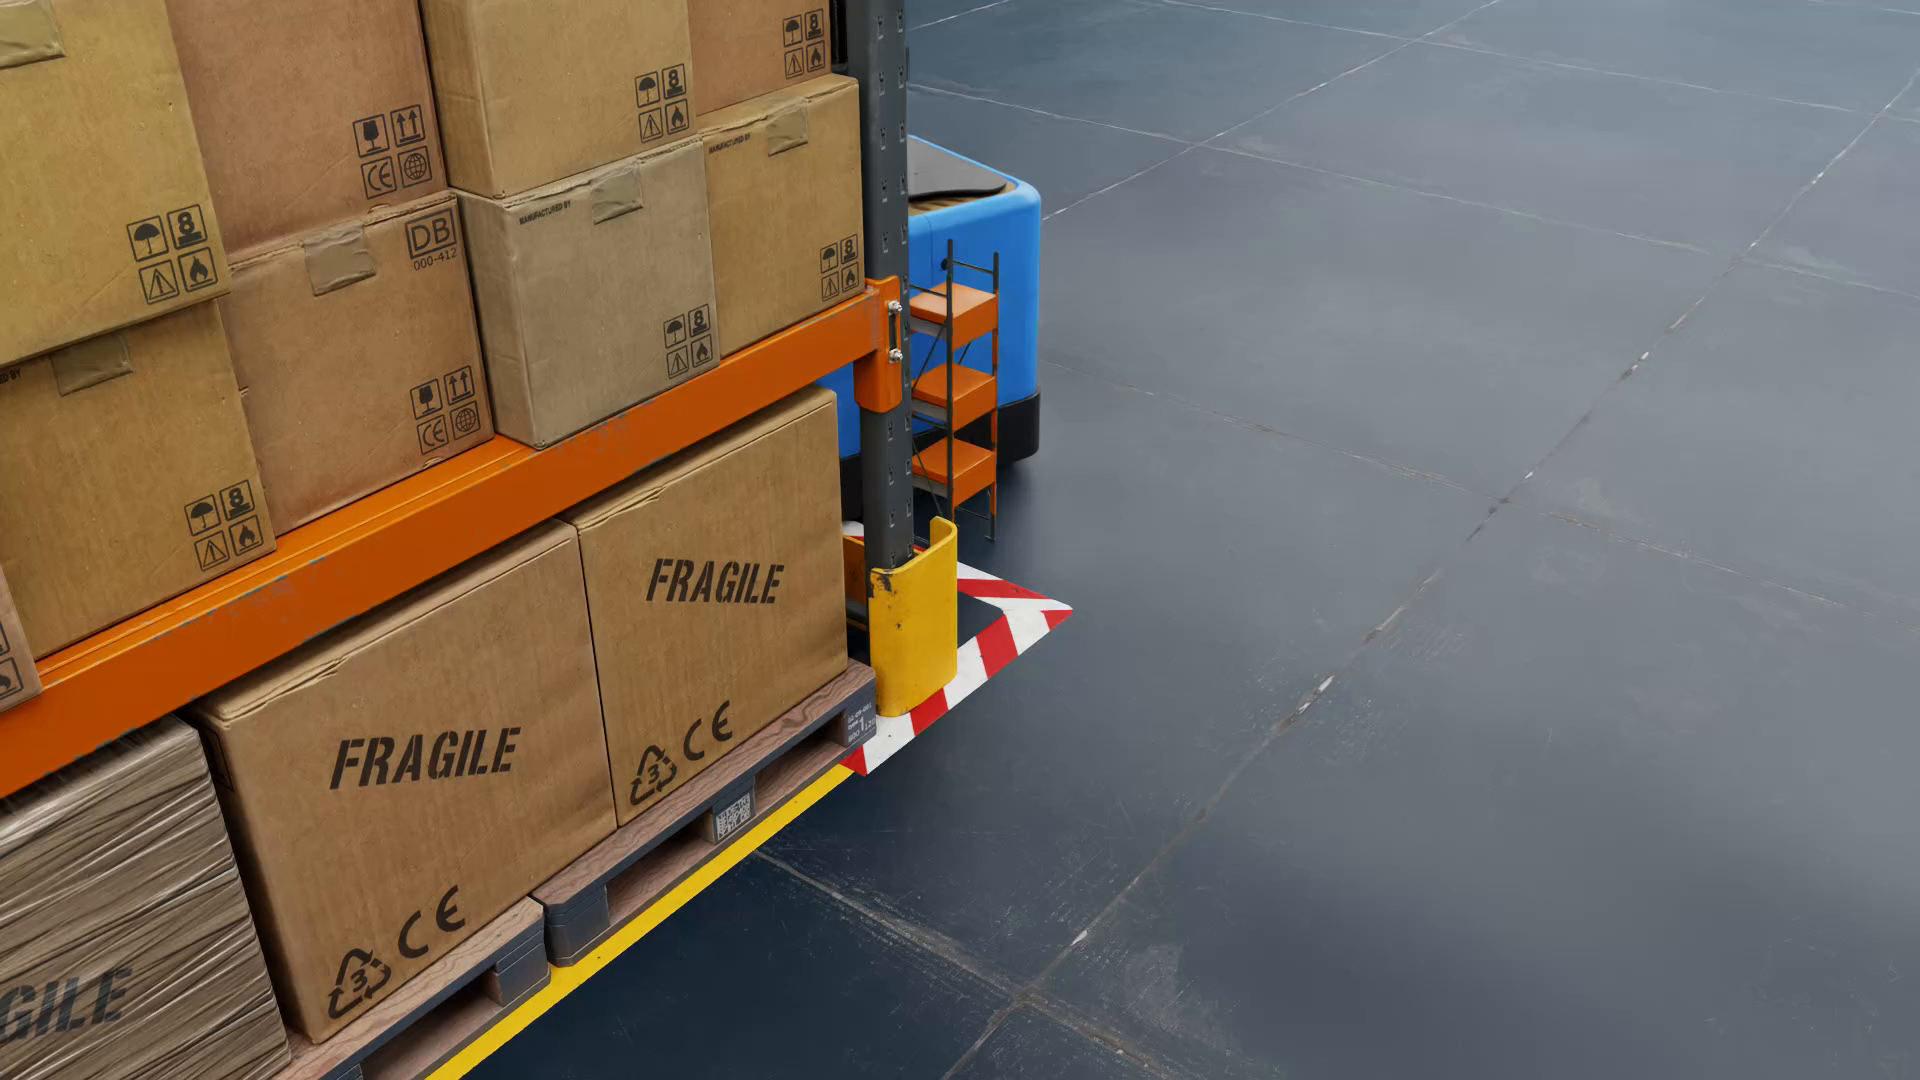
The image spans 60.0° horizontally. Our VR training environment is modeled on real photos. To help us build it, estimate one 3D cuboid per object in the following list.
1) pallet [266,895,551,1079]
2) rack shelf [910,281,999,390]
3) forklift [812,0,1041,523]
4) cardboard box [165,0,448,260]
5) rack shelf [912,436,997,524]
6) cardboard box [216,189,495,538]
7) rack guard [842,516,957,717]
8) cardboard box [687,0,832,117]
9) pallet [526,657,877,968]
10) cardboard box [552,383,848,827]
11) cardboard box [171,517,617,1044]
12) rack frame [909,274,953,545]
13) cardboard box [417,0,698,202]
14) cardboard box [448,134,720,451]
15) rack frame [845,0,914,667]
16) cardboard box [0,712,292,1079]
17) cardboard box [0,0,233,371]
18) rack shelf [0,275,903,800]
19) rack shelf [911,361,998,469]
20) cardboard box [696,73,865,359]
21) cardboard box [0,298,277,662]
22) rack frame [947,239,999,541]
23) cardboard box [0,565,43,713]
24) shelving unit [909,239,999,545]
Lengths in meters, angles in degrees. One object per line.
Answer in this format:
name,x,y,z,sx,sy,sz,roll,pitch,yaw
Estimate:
pallet,-1.723,1.046,3.778,1.003,0.211,1.213,21,37,31
rack shelf,-0.032,-0.665,5.307,0.215,0.259,0.240,21,37,31
forklift,-0.985,-1.998,6.246,1.130,2.935,3.031,-21,36,-31
cardboard box,-1.526,-0.949,3.203,0.875,0.550,0.550,21,37,31
rack shelf,-0.032,-0.182,5.593,0.215,0.259,0.240,21,37,31
cardboard box,-1.507,-0.477,3.466,0.875,0.550,0.550,21,37,31
rack guard,-0.552,0.069,5.143,1.175,0.500,0.348,21,37,31
cardboard box,-0.821,-1.387,3.942,0.875,0.550,0.550,21,37,31
pallet,-0.986,0.552,4.612,1.003,0.211,1.213,21,37,31
cardboard box,-0.923,0.033,4.425,0.875,0.875,0.875,21,37,32
cardboard box,-1.452,0.391,3.820,0.875,0.875,0.875,20,36,31
rack frame,-0.106,-0.380,5.362,0.200,1.050,0.008,21,37,31
cardboard box,-1.079,-1.135,3.517,0.875,0.550,0.550,21,37,31
cardboard box,-1.069,-0.666,3.785,0.875,0.550,0.550,21,37,31
rack frame,-0.566,-0.997,4.490,1.000,3.000,0.127,21,37,31
cardboard box,-2.004,0.761,3.196,0.875,0.875,0.875,21,37,32
cardboard box,-1.742,-0.694,2.772,0.875,0.550,0.500,21,37,31
rack shelf,-1.773,0.126,3.301,1.077,0.370,4.000,21,37,31
rack shelf,-0.032,-0.421,5.451,0.215,0.259,0.240,21,37,31
cardboard box,-0.754,-0.896,4.173,0.875,0.550,0.550,21,37,31
cardboard box,-1.794,-0.249,3.081,0.875,0.550,0.500,21,37,31
rack frame,0.041,-0.480,5.529,0.200,1.050,0.008,21,37,31
cardboard box,-2.034,-0.003,2.665,0.875,0.550,0.550,21,37,31
shelving unit,-0.032,-0.430,5.446,0.215,1.050,0.252,21,37,31
